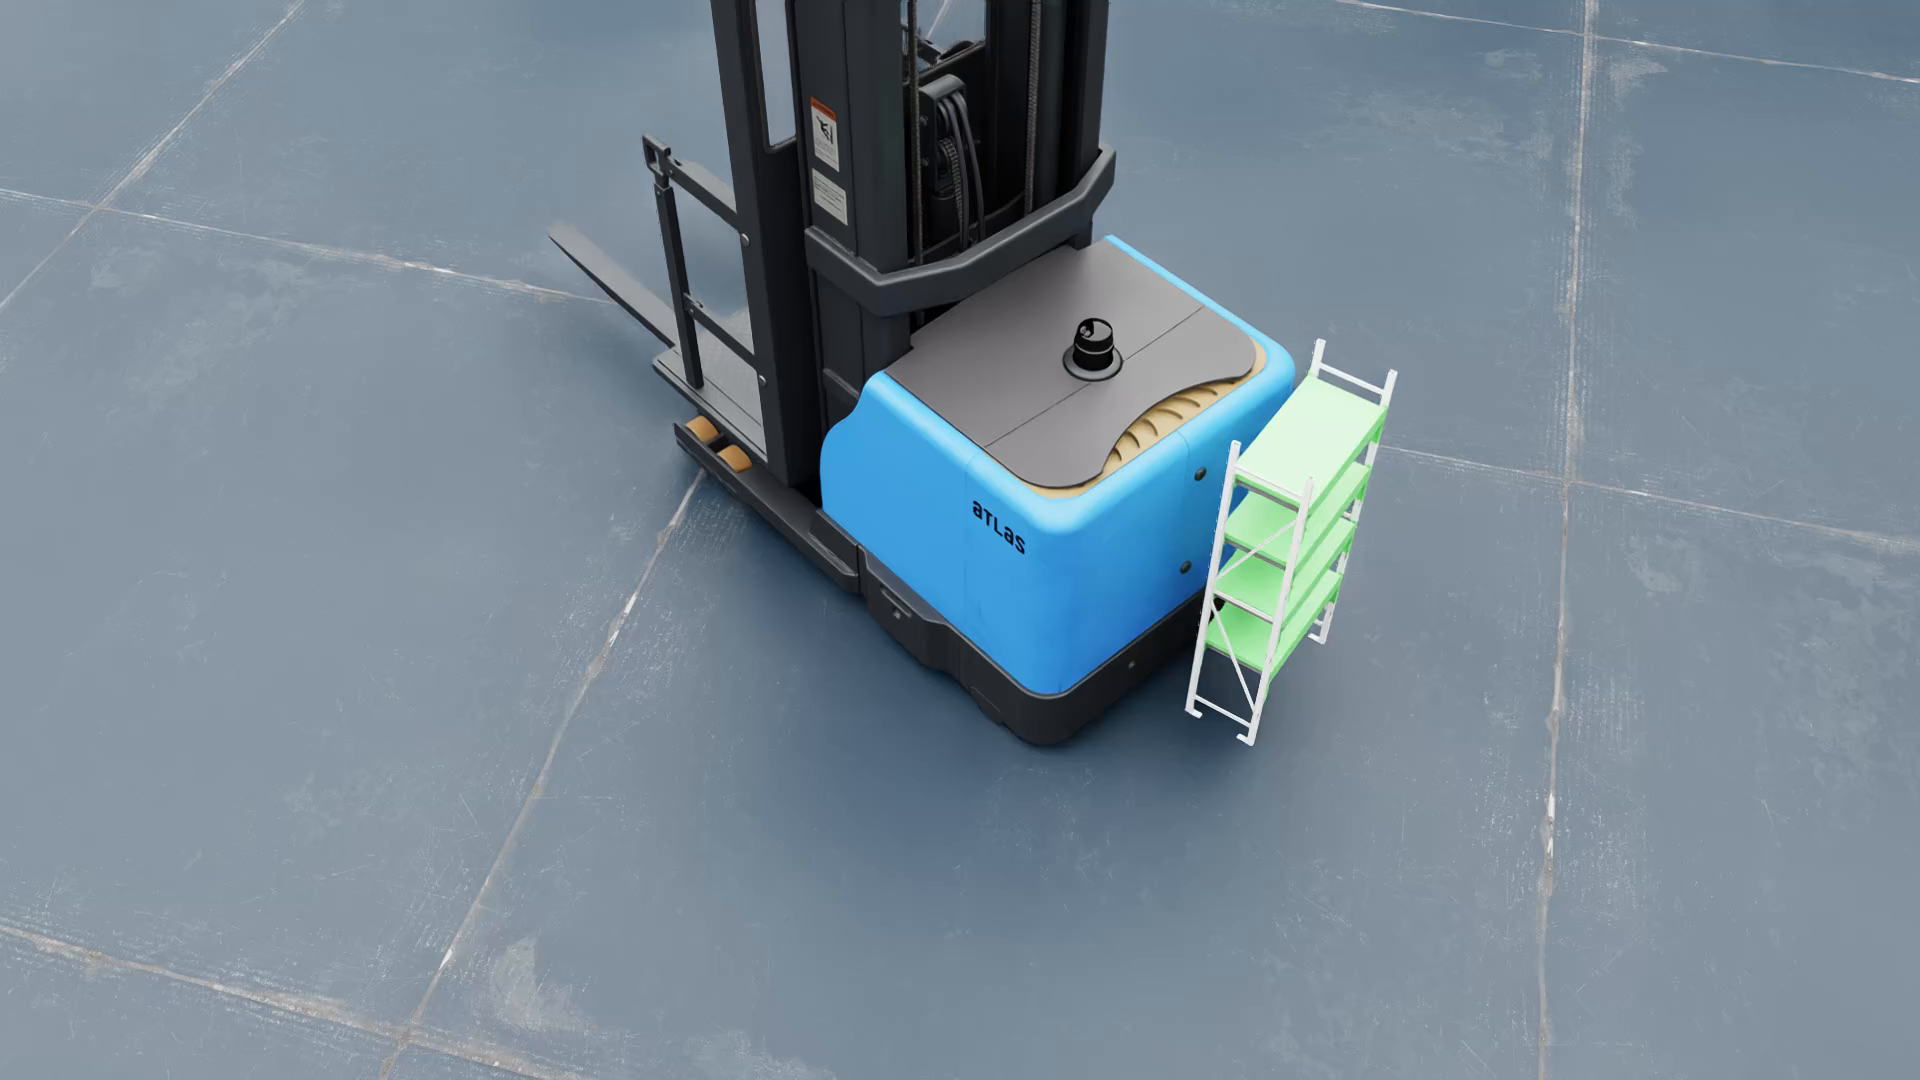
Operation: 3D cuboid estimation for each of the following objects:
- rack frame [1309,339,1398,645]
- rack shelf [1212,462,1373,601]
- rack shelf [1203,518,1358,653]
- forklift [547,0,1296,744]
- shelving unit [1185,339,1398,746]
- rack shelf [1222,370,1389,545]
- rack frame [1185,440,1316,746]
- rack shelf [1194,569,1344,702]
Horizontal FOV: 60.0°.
[{"bbox_3d":[1.097,-0.109,5.046,0.240,1.200,0.015,28,54,22],"label":"rack frame"},{"bbox_3d":[0.956,-0.076,4.782,0.258,0.148,0.480,28,54,22],"label":"rack shelf"},{"bbox_3d":[0.956,0.083,4.962,0.258,0.148,0.480,28,54,22],"label":"rack shelf"},{"bbox_3d":[-0.368,-1.369,5.004,1.130,2.935,3.031,-34,57,-26],"label":"forklift"},{"bbox_3d":[0.956,0.040,4.914,0.258,1.200,0.503,28,54,22],"label":"shelving unit"},{"bbox_3d":[0.956,-0.235,4.602,0.258,0.148,0.480,28,54,22],"label":"rack shelf"},{"bbox_3d":[0.816,0.190,4.782,0.240,1.200,0.015,28,54,22],"label":"rack frame"},{"bbox_3d":[0.956,0.241,5.142,0.258,0.148,0.480,28,54,22],"label":"rack shelf"}]
